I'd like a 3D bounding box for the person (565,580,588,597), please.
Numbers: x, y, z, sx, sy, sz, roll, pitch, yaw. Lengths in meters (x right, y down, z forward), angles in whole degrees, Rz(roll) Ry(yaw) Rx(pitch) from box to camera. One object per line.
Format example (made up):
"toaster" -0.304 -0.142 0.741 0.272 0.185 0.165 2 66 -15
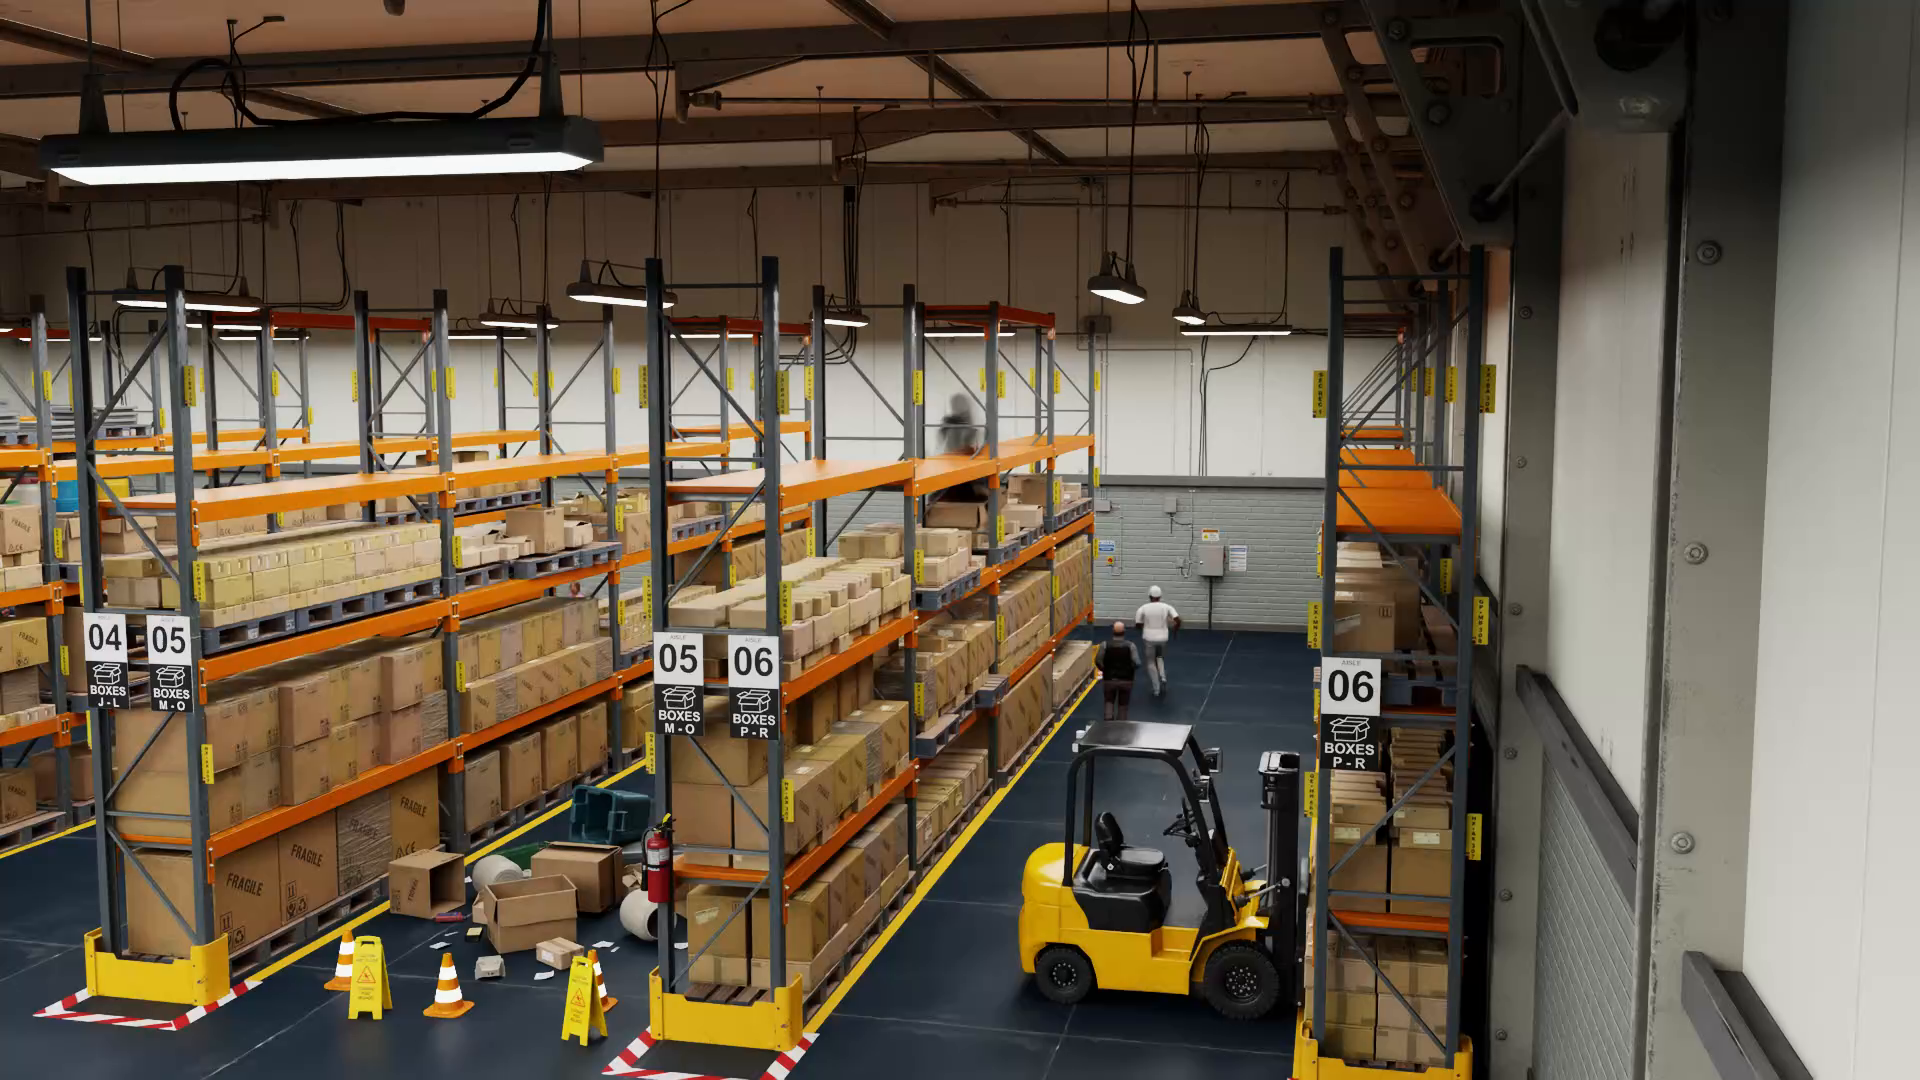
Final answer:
"person" -6.564 1.498 28.542 0.570 1.651 0.594 1 6 7

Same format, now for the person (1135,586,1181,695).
"person" 3.131 1.592 26.667 0.676 1.745 0.678 -1 6 -8

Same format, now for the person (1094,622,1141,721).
"person" 2.219 1.970 23.362 0.656 1.673 0.604 1 6 8
